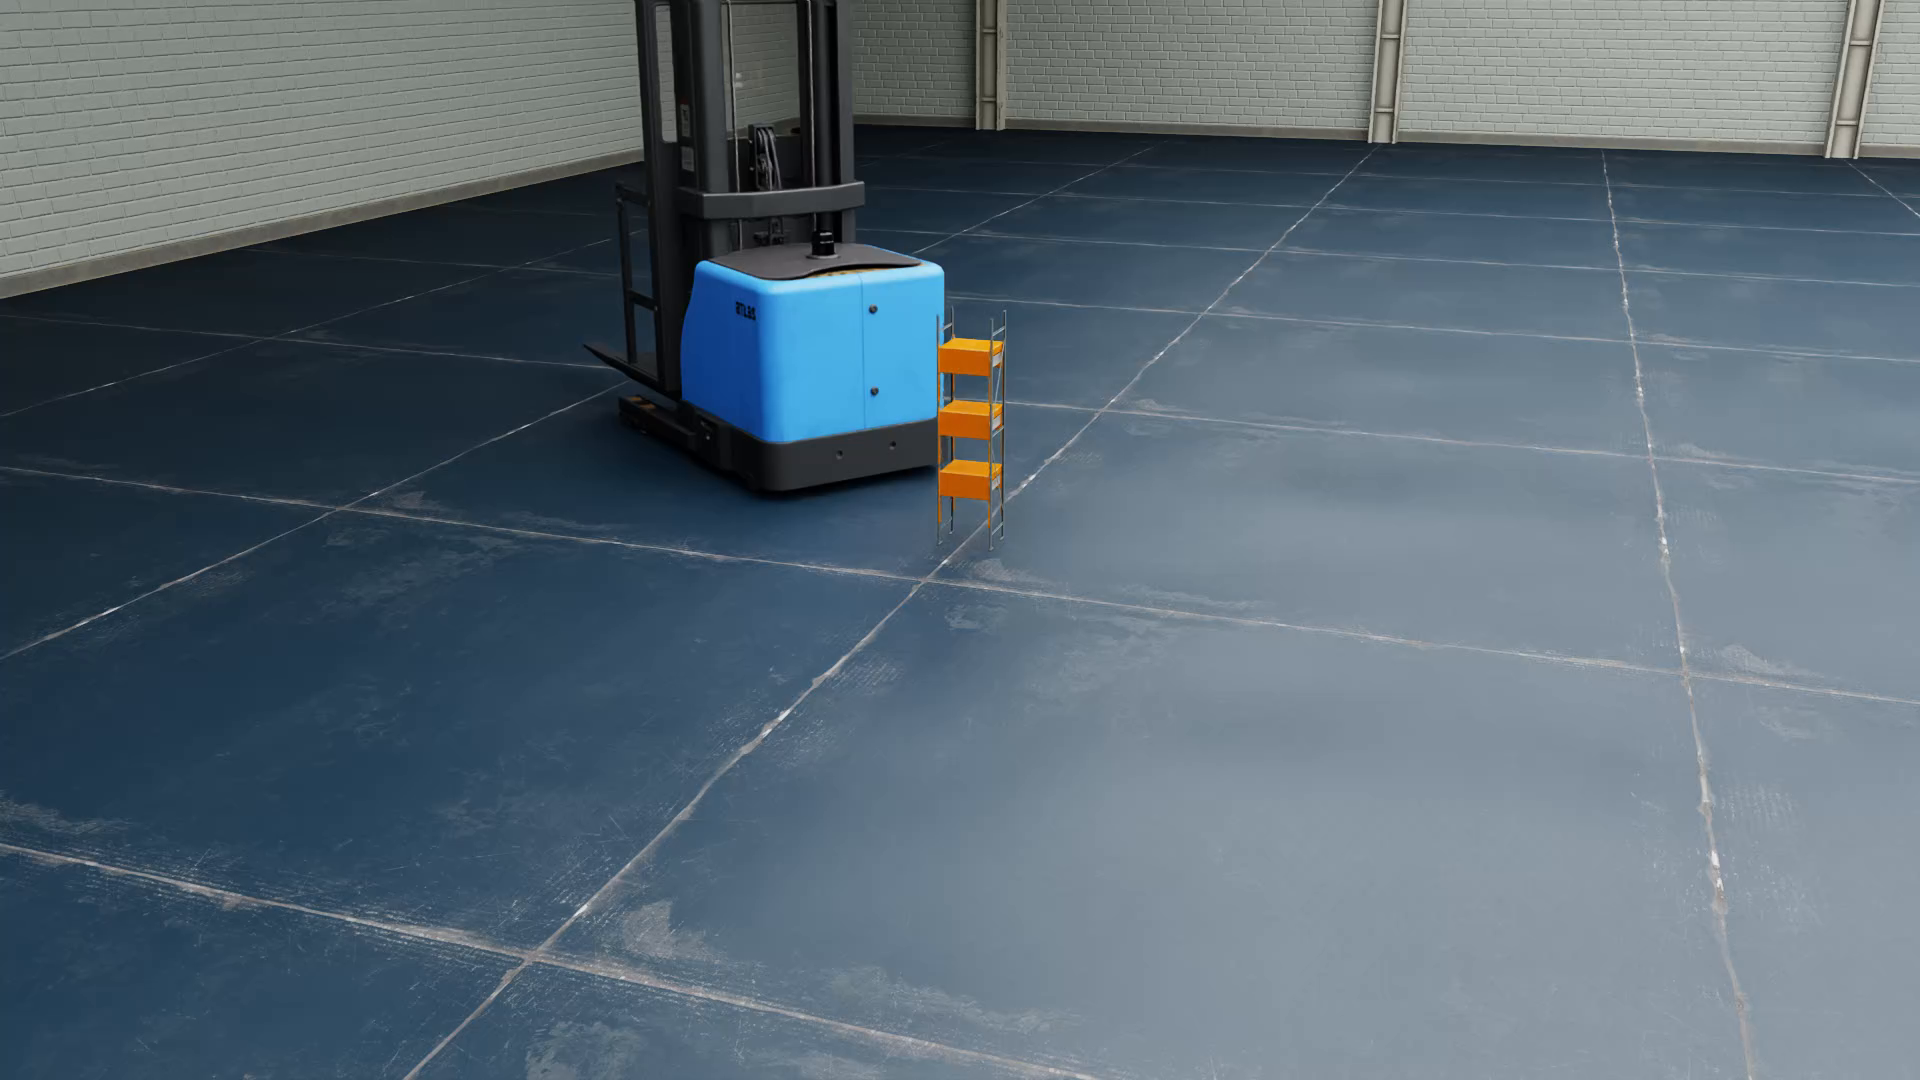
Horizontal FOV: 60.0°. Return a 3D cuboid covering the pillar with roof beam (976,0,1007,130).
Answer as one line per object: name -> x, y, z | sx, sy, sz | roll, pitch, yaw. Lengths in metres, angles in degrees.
pillar with roof beam -> -0.934, -9.349, 20.727 | 0.400, 9.000, 9.100 | 7, 20, 18

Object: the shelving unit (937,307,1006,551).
shelving unit -> 0.051, -0.490, 7.387 | 0.252, 1.050, 0.215 | 7, 20, 18

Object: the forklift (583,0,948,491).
forklift -> -1.277, -2.052, 9.009 | 1.130, 2.935, 3.031 | -12, 22, -30

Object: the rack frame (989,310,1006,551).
rack frame -> 0.166, -0.477, 7.349 | 0.008, 1.050, 0.200 | 7, 20, 18

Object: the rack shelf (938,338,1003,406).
rack shelf -> 0.051, -0.748, 7.297 | 0.240, 0.259, 0.215 | 7, 20, 18

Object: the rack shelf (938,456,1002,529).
rack shelf -> 0.051, -0.218, 7.482 | 0.240, 0.259, 0.215 | 7, 20, 18

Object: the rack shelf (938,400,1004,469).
rack shelf -> 0.051, -0.480, 7.390 | 0.240, 0.259, 0.215 | 7, 20, 18

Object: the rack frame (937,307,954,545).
rack frame -> -0.065, -0.503, 7.425 | 0.008, 1.050, 0.200 | 7, 20, 18

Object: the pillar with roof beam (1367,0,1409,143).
pillar with roof beam -> 4.734, -8.701, 18.867 | 0.400, 9.000, 9.100 | 7, 20, 18

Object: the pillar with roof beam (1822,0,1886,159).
pillar with roof beam -> 10.401, -8.053, 17.008 | 0.400, 9.000, 9.100 | 7, 20, 18
